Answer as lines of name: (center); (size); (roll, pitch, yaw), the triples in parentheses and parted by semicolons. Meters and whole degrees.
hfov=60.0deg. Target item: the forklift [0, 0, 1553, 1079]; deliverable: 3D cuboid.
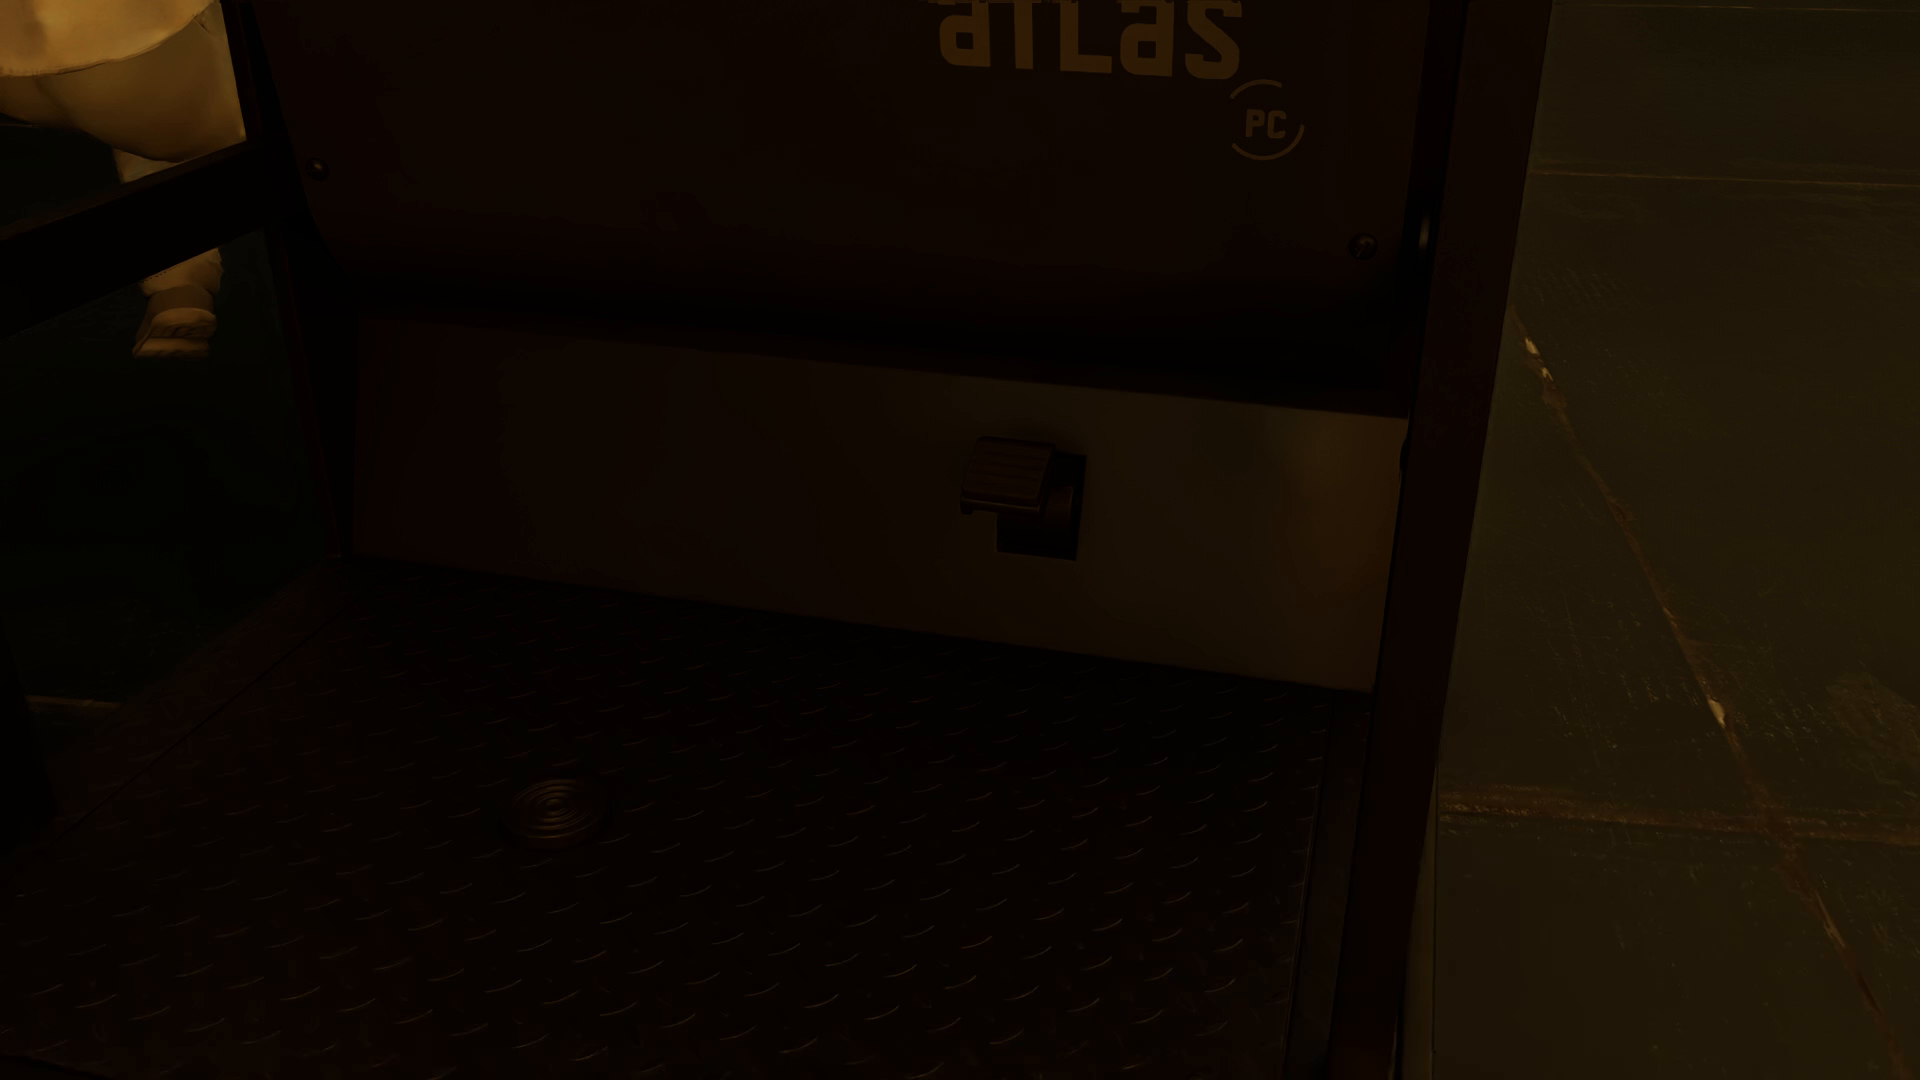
forklift: (-0.167, -0.825, 0.871); (1.130, 2.935, 3.031); (7, 27, 14)

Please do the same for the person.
person: (-1.172, -0.868, 2.591); (0.853, 1.477, 0.745); (11, 29, 21)
